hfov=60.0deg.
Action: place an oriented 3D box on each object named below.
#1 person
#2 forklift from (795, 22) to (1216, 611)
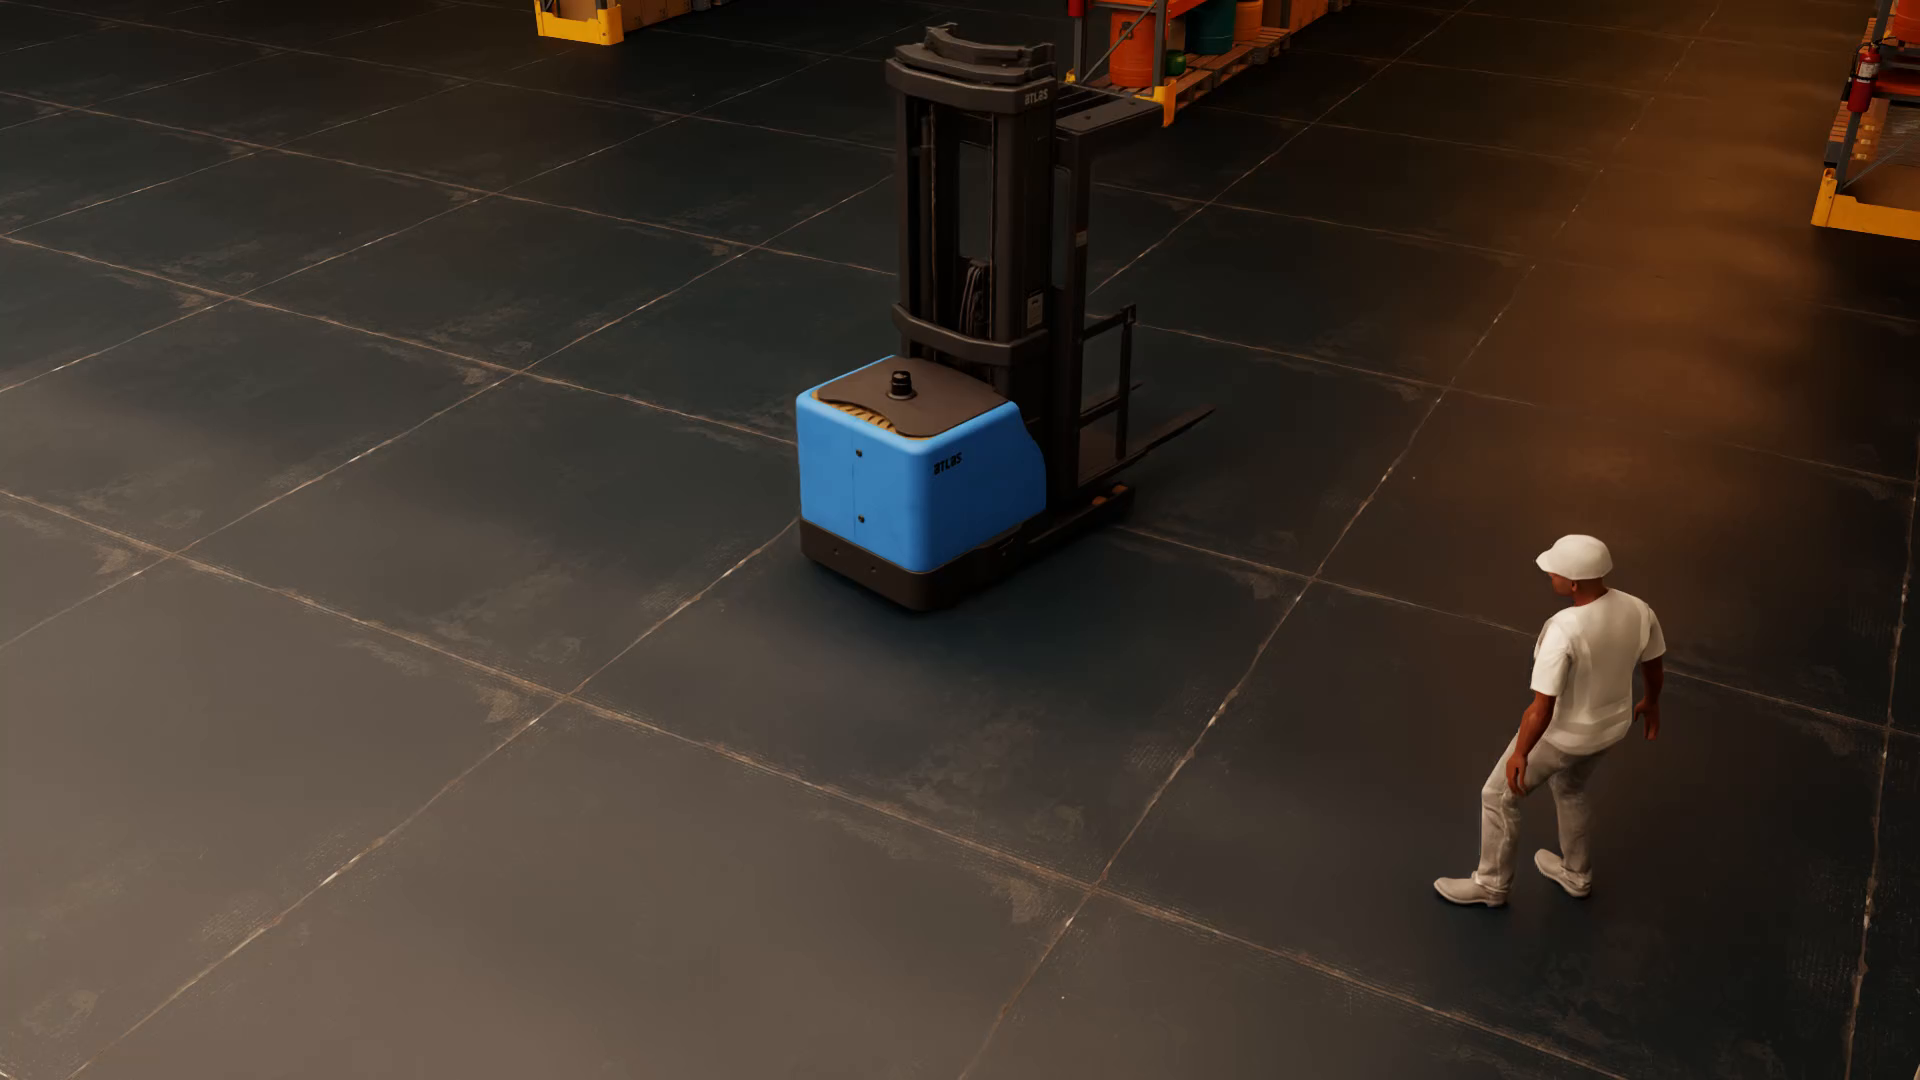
[{"bbox_3d":[2.530,0.757,6.967,0.883,1.731,0.461,-16,34,-25],"label":"person"},{"bbox_3d":[0.436,-1.527,9.716,1.130,2.935,3.031,25,38,36],"label":"forklift"}]
